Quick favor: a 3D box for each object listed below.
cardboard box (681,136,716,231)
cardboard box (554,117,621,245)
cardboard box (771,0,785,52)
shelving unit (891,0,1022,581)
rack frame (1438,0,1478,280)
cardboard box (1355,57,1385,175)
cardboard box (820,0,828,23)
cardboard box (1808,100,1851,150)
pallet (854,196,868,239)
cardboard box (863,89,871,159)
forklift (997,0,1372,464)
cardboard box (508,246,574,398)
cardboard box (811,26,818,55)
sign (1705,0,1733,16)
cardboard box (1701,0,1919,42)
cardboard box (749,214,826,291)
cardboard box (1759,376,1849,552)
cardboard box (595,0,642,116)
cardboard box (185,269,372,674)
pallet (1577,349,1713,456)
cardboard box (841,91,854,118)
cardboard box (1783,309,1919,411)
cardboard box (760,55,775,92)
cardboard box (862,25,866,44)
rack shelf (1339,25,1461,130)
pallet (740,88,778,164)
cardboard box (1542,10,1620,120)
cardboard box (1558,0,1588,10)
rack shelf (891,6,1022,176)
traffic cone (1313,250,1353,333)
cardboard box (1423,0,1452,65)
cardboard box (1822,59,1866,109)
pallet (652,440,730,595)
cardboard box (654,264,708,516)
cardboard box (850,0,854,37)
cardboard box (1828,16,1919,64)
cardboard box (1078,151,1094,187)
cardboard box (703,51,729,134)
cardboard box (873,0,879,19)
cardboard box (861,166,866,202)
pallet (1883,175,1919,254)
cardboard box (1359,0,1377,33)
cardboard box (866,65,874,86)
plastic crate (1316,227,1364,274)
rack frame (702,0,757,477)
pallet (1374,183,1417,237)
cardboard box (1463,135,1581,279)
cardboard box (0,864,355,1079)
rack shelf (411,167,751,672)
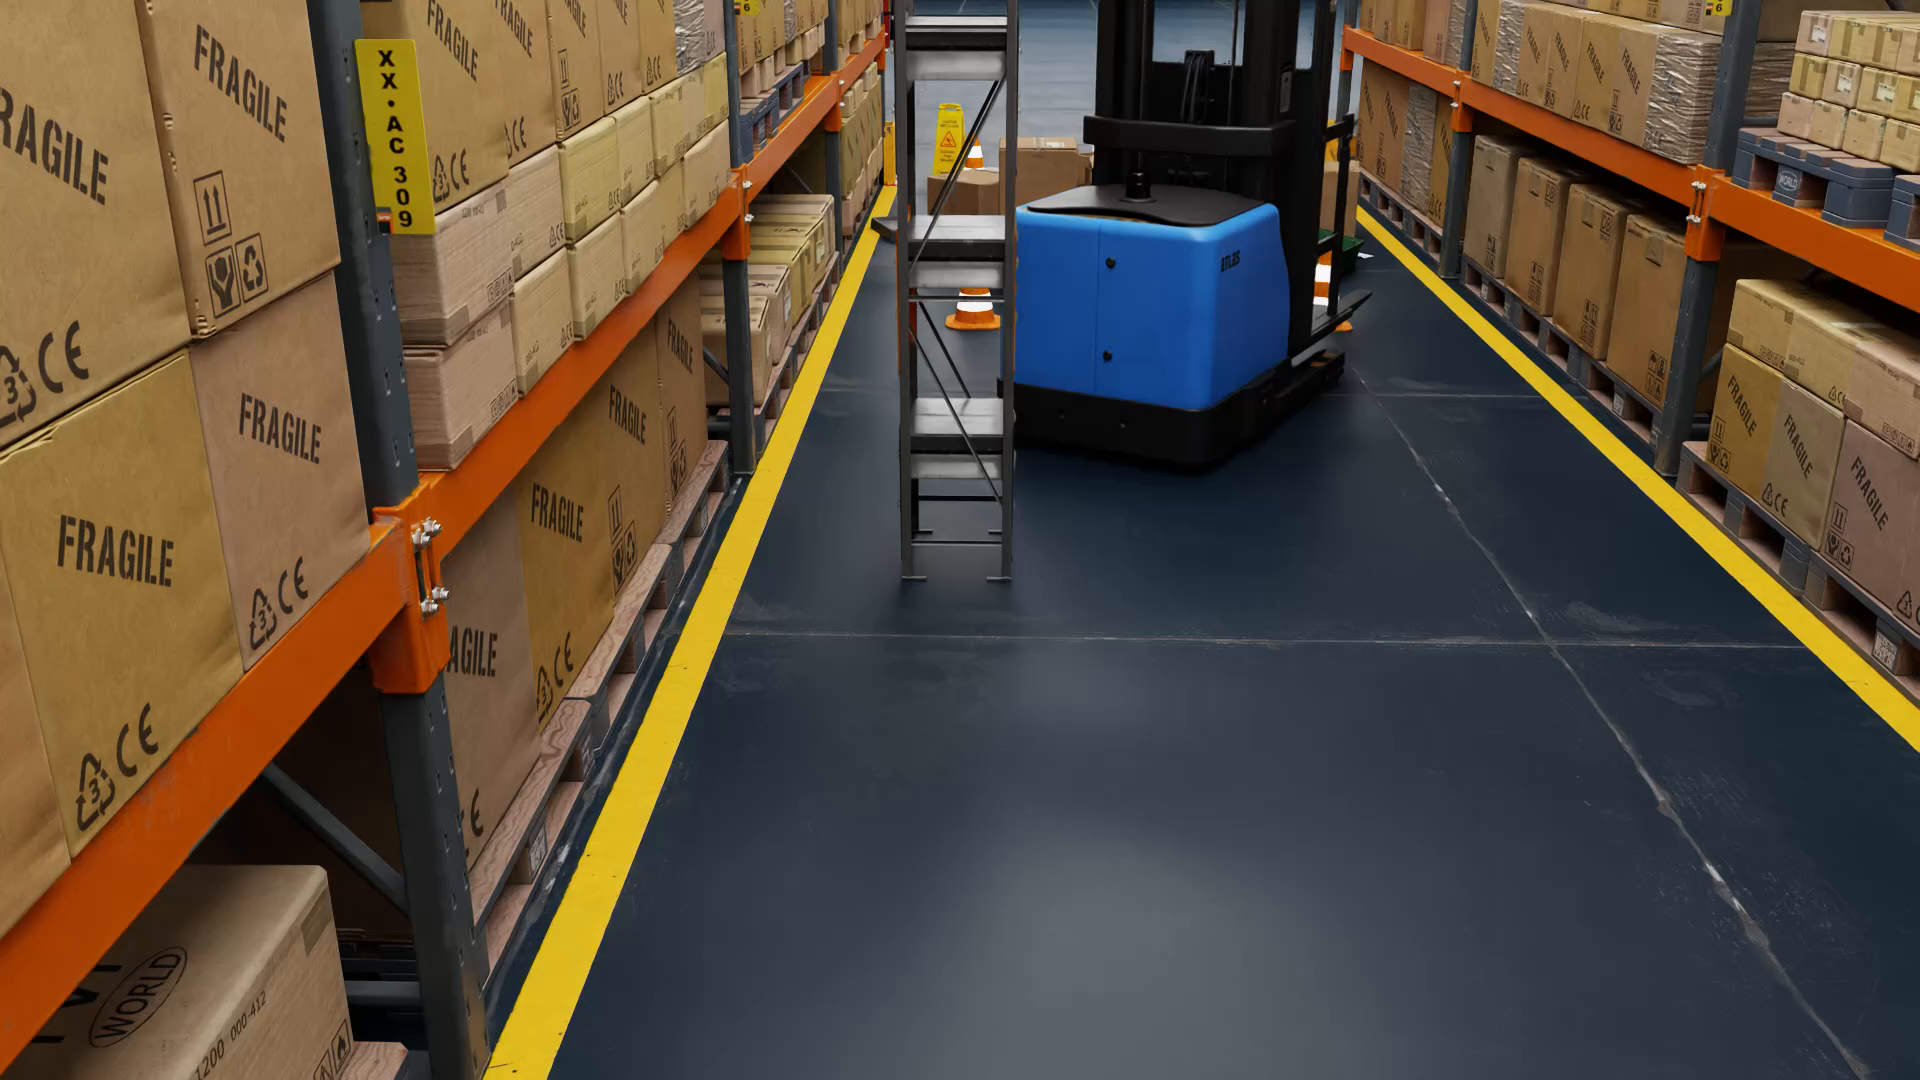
[{"bbox_3d":[-1.154,-1.259,5.833,0.500,0.250,0.500,1,21,3],"label":"cardboard box"},{"bbox_3d":[-1.195,-0.943,4.329,0.500,0.250,0.500,1,21,2],"label":"cardboard box"},{"bbox_3d":[-1.135,-2.621,8.007,0.500,0.500,0.500,1,21,3],"label":"cardboard box"},{"bbox_3d":[-0.005,-0.919,5.995,0.431,2.100,0.503,1,21,2],"label":"shelving unit"},{"bbox_3d":[3.674,-3.127,10.442,1.000,3.000,0.127,1,21,2],"label":"rack frame"},{"bbox_3d":[3.841,-3.533,13.844,0.875,0.875,0.875,1,21,2],"label":"cardboard box"},{"bbox_3d":[-1.062,-3.357,9.904,0.500,0.500,0.500,0,21,1],"label":"cardboard box"},{"bbox_3d":[3.329,-1.503,6.023,0.380,0.149,0.250,2,21,4],"label":"cardboard box"},{"bbox_3d":[-1.257,-2.531,12.760,1.003,0.211,1.213,1,21,2],"label":"pallet"},{"bbox_3d":[-0.954,-3.191,12.791,0.500,0.500,0.500,0,21,0],"label":"cardboard box"},{"bbox_3d":[1.339,-2.183,8.104,1.130,2.935,3.031,12,24,28],"label":"forklift"},{"bbox_3d":[-1.229,-0.526,3.946,0.500,0.250,0.500,0,21,0],"label":"cardboard box"},{"bbox_3d":[-1.014,-2.846,9.484,0.380,0.149,0.250,0,21,1],"label":"cardboard box"},{"bbox_3d":[2.997,-2.226,6.518,0.100,0.325,0.005,1,21,2],"label":"sign"},{"bbox_3d":[3.576,-2.356,6.934,0.700,0.500,0.500,1,21,1],"label":"cardboard box"},{"bbox_3d":[-1.309,-1.666,9.729,0.950,0.372,0.625,2,21,5],"label":"cardboard box"},{"bbox_3d":[3.264,-0.277,5.971,0.500,0.500,0.500,1,21,2],"label":"cardboard box"},{"bbox_3d":[-1.205,-1.474,4.661,0.500,0.500,0.500,0,21,1],"label":"cardboard box"},{"bbox_3d":[-1.279,-0.129,2.576,0.500,0.500,0.500,1,21,2],"label":"cardboard box"},{"bbox_3d":[3.652,-0.665,7.952,1.003,0.211,1.213,1,21,2],"label":"pallet"},{"bbox_3d":[-0.925,-2.966,11.314,0.380,0.149,0.250,1,21,2],"label":"cardboard box"},{"bbox_3d":[3.274,-0.631,5.847,0.500,0.250,0.500,0,21,1],"label":"cardboard box"},{"bbox_3d":[-1.077,-2.193,7.800,0.380,0.149,0.250,1,21,2],"label":"cardboard box"},{"bbox_3d":[-0.922,-3.874,12.713,0.380,0.149,0.250,0,21,1],"label":"cardboard box"},{"bbox_3d":[3.735,-3.515,12.436,1.077,0.370,4.000,1,21,2],"label":"rack shelf"},{"bbox_3d":[-1.483,-1.869,7.463,1.213,0.211,1.003,1,21,2],"label":"pallet"},{"bbox_3d":[3.341,-2.440,8.533,0.500,0.500,0.500,1,21,2],"label":"cardboard box"},{"bbox_3d":[3.635,-3.092,8.830,0.700,0.500,0.500,1,21,2],"label":"cardboard box"},{"bbox_3d":[-0.005,-1.559,5.747,0.431,0.518,0.480,1,21,2],"label":"rack shelf"},{"bbox_3d":[2.124,-1.476,9.694,0.336,0.463,0.334,1,21,2],"label":"traffic cone"},{"bbox_3d":[3.667,-3.530,11.273,0.875,0.550,0.550,1,21,2],"label":"cardboard box"},{"bbox_3d":[3.331,-1.628,5.933,0.380,0.149,0.250,2,21,4],"label":"cardboard box"},{"bbox_3d":[-1.498,-0.115,6.533,1.003,0.211,1.213,1,21,2],"label":"pallet"},{"bbox_3d":[-1.503,-0.655,6.428,0.875,0.875,0.875,0,21,1],"label":"cardboard box"},{"bbox_3d":[-0.993,-3.668,11.287,0.500,0.500,0.500,1,21,1],"label":"cardboard box"},{"bbox_3d":[3.339,-1.775,5.901,0.380,0.149,0.250,0,21,0],"label":"cardboard box"},{"bbox_3d":[1.322,-2.765,12.959,0.797,0.503,0.637,-16,26,-35],"label":"cardboard box"},{"bbox_3d":[-1.159,-1.684,6.239,0.500,0.250,0.500,1,21,1],"label":"cardboard box"},{"bbox_3d":[-0.916,-4.397,13.164,0.500,0.500,0.500,1,21,2],"label":"cardboard box"},{"bbox_3d":[-0.971,-2.655,12.444,0.500,0.250,0.500,0,21,1],"label":"cardboard box"},{"bbox_3d":[3.533,-0.876,4.904,1.003,0.211,1.213,1,21,2],"label":"pallet"},{"bbox_3d":[3.830,-4.509,13.796,0.875,0.550,0.550,1,21,2],"label":"cardboard box"},{"bbox_3d":[-0.874,-3.641,13.052,0.380,0.149,0.250,1,21,3],"label":"cardboard box"},{"bbox_3d":[2.370,-1.921,11.140,0.450,0.188,0.662,23,29,25],"label":"plastic crate"},{"bbox_3d":[-1.399,-1.699,6.761,1.000,3.000,0.127,1,21,2],"label":"rack frame"},{"bbox_3d":[3.810,-2.544,12.793,1.003,0.211,1.213,1,21,2],"label":"pallet"},{"bbox_3d":[3.745,-2.049,10.192,1.050,0.750,0.750,1,21,1],"label":"cardboard box"},{"bbox_3d":[-1.647,0.972,2.839,0.875,0.438,0.875,0,21,1],"label":"cardboard box"},{"bbox_3d":[-1.459,-0.641,5.028,1.077,0.370,4.000,1,21,2],"label":"rack shelf"}]
